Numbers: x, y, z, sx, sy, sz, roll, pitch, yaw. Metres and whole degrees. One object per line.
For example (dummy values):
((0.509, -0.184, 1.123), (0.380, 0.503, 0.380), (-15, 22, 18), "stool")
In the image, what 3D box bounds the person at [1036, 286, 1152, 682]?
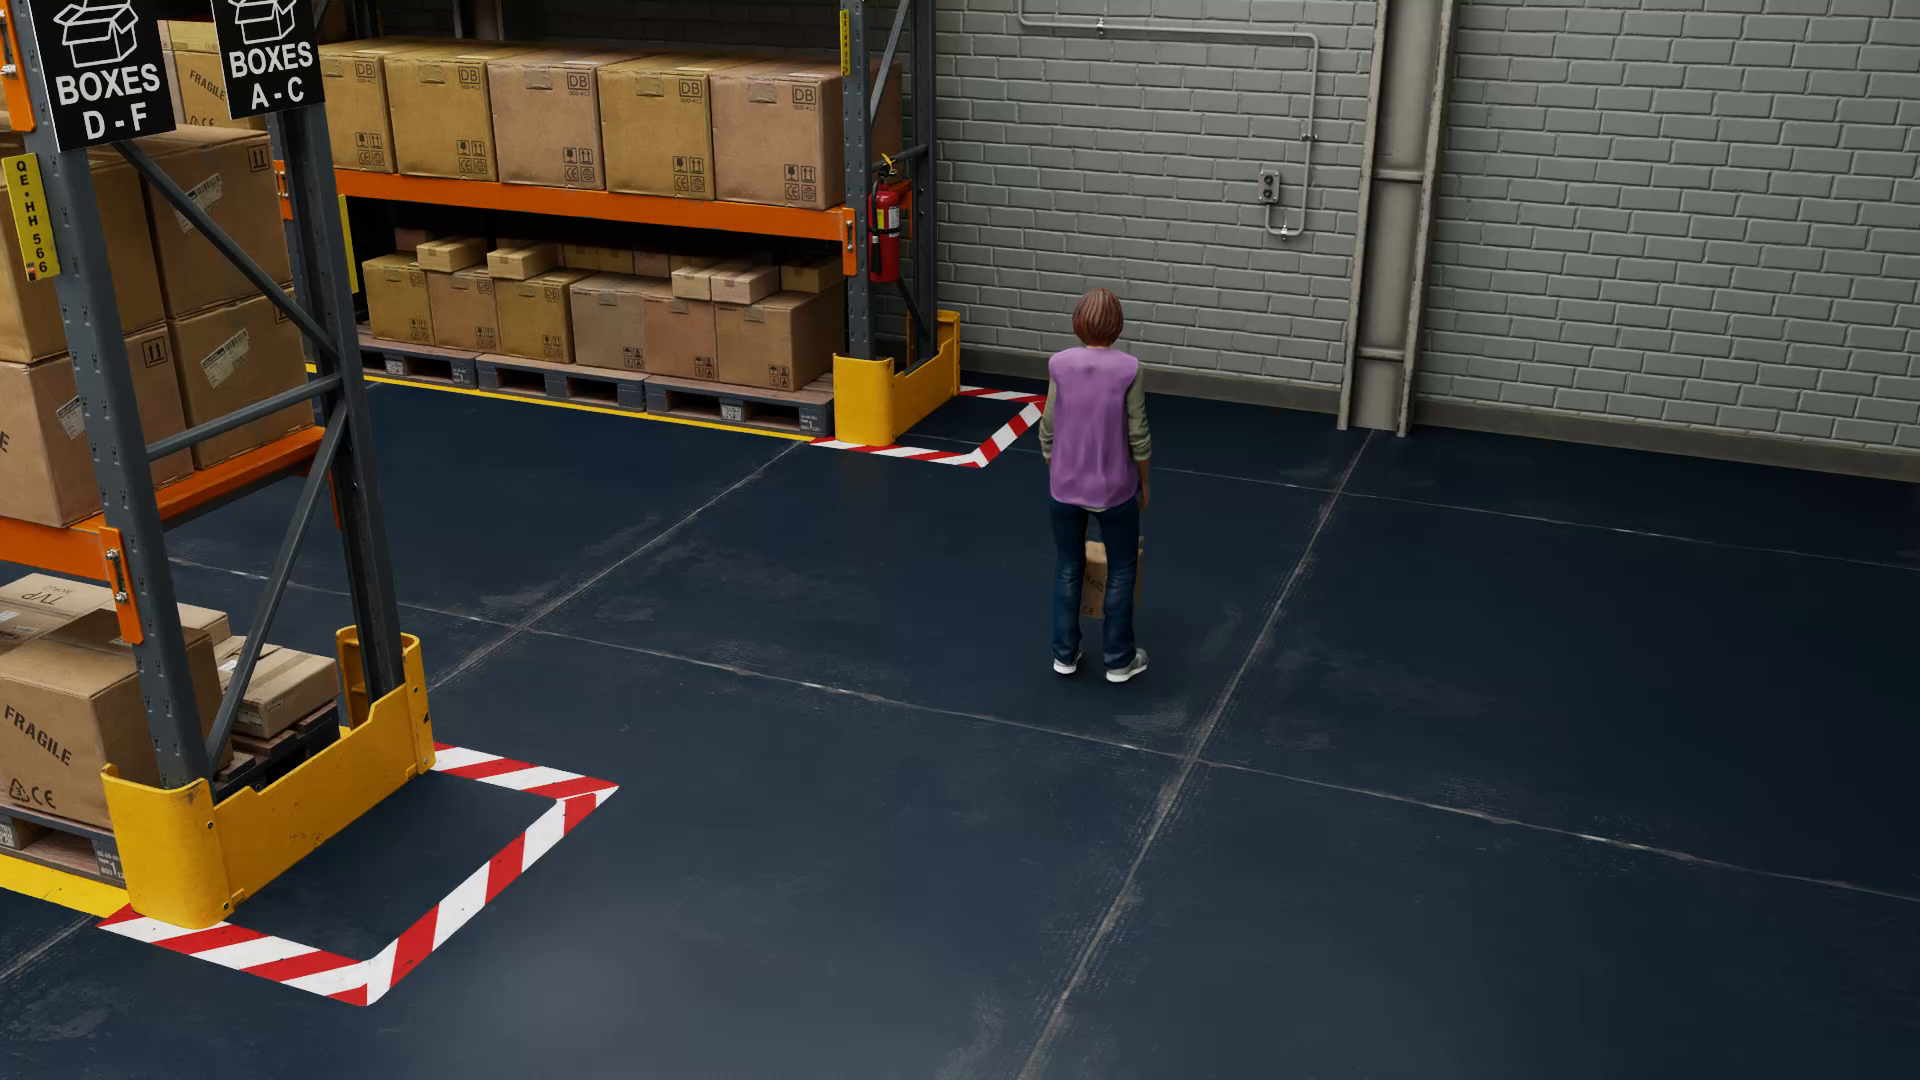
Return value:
((0.531, -0.200, 6.588), (0.469, 1.591, 0.350), (9, 24, 19), "person")
